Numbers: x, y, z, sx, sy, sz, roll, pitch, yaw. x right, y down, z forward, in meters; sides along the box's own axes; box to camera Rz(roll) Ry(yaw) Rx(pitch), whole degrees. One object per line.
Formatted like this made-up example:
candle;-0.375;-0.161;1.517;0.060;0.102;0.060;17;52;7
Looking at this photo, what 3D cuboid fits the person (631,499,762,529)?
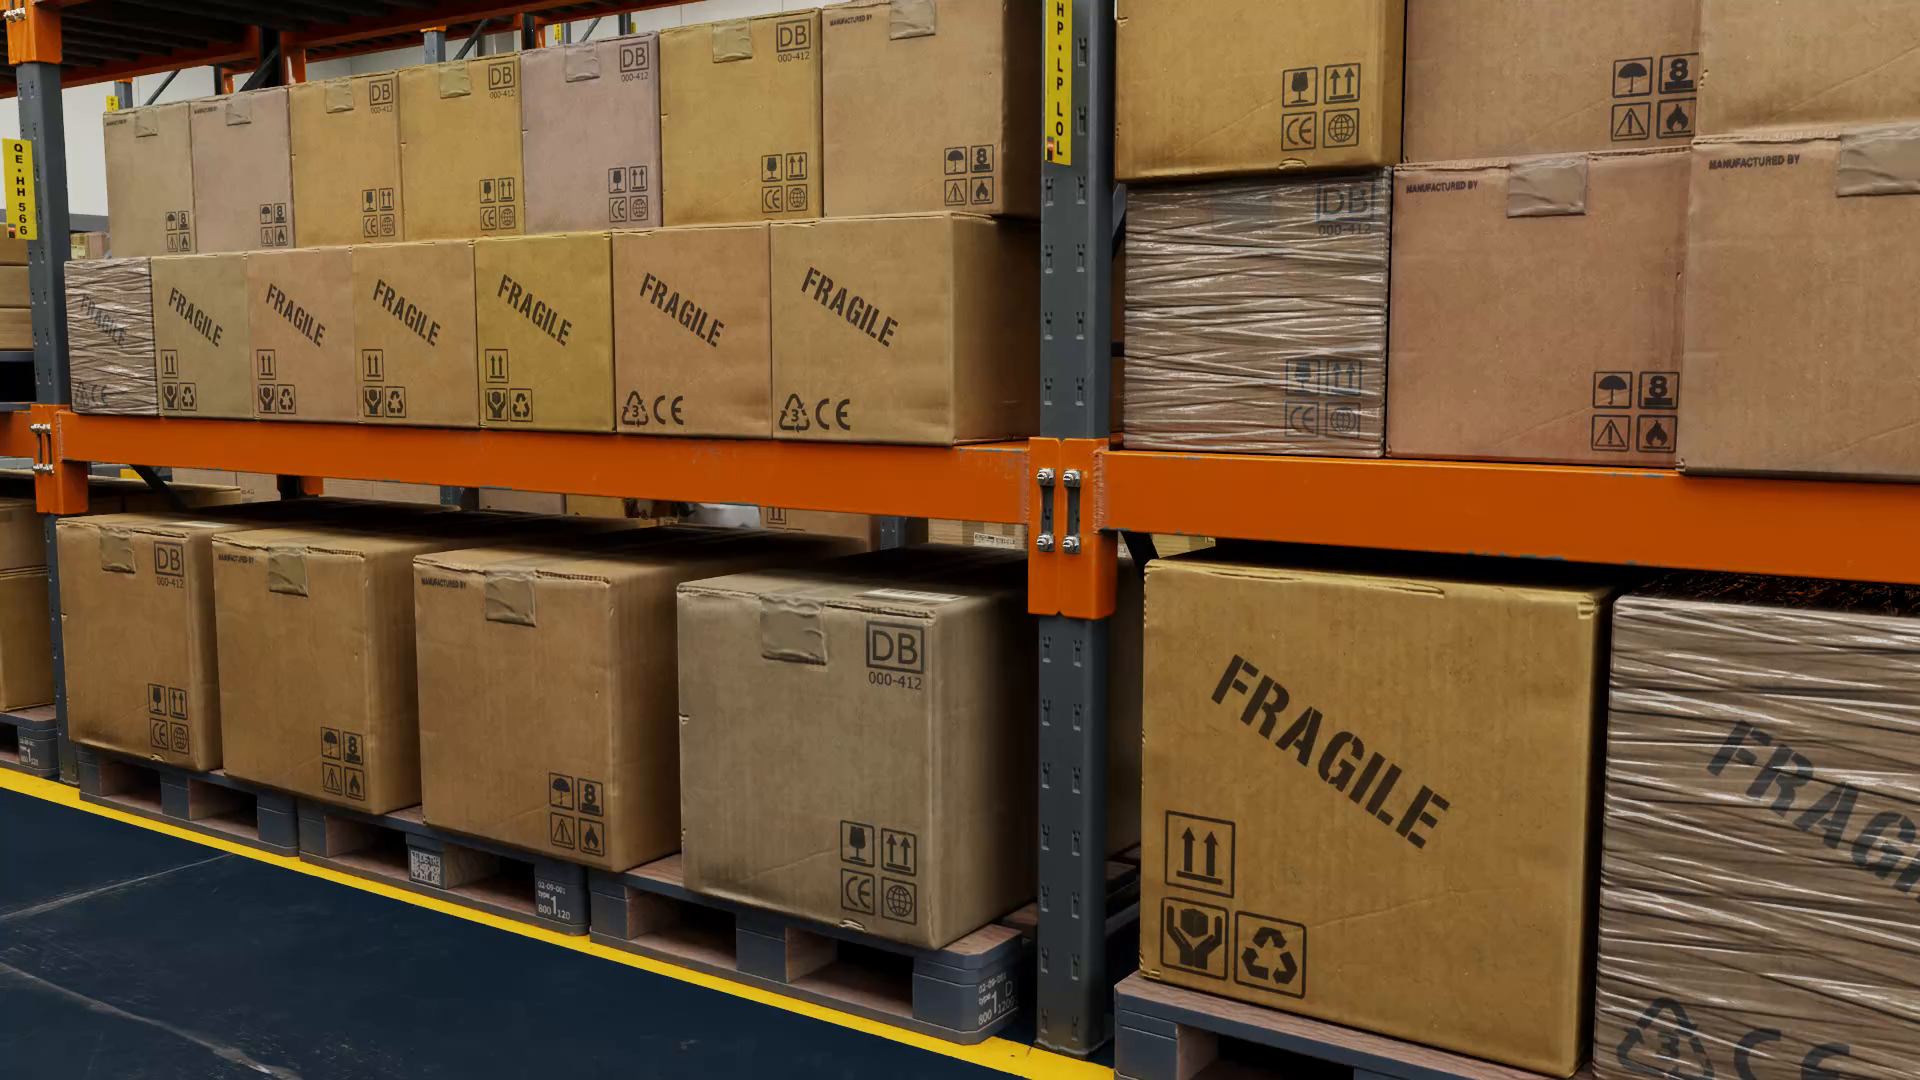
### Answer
person;-1.016;-0.086;6.609;0.552;1.697;0.468;4;8;33
